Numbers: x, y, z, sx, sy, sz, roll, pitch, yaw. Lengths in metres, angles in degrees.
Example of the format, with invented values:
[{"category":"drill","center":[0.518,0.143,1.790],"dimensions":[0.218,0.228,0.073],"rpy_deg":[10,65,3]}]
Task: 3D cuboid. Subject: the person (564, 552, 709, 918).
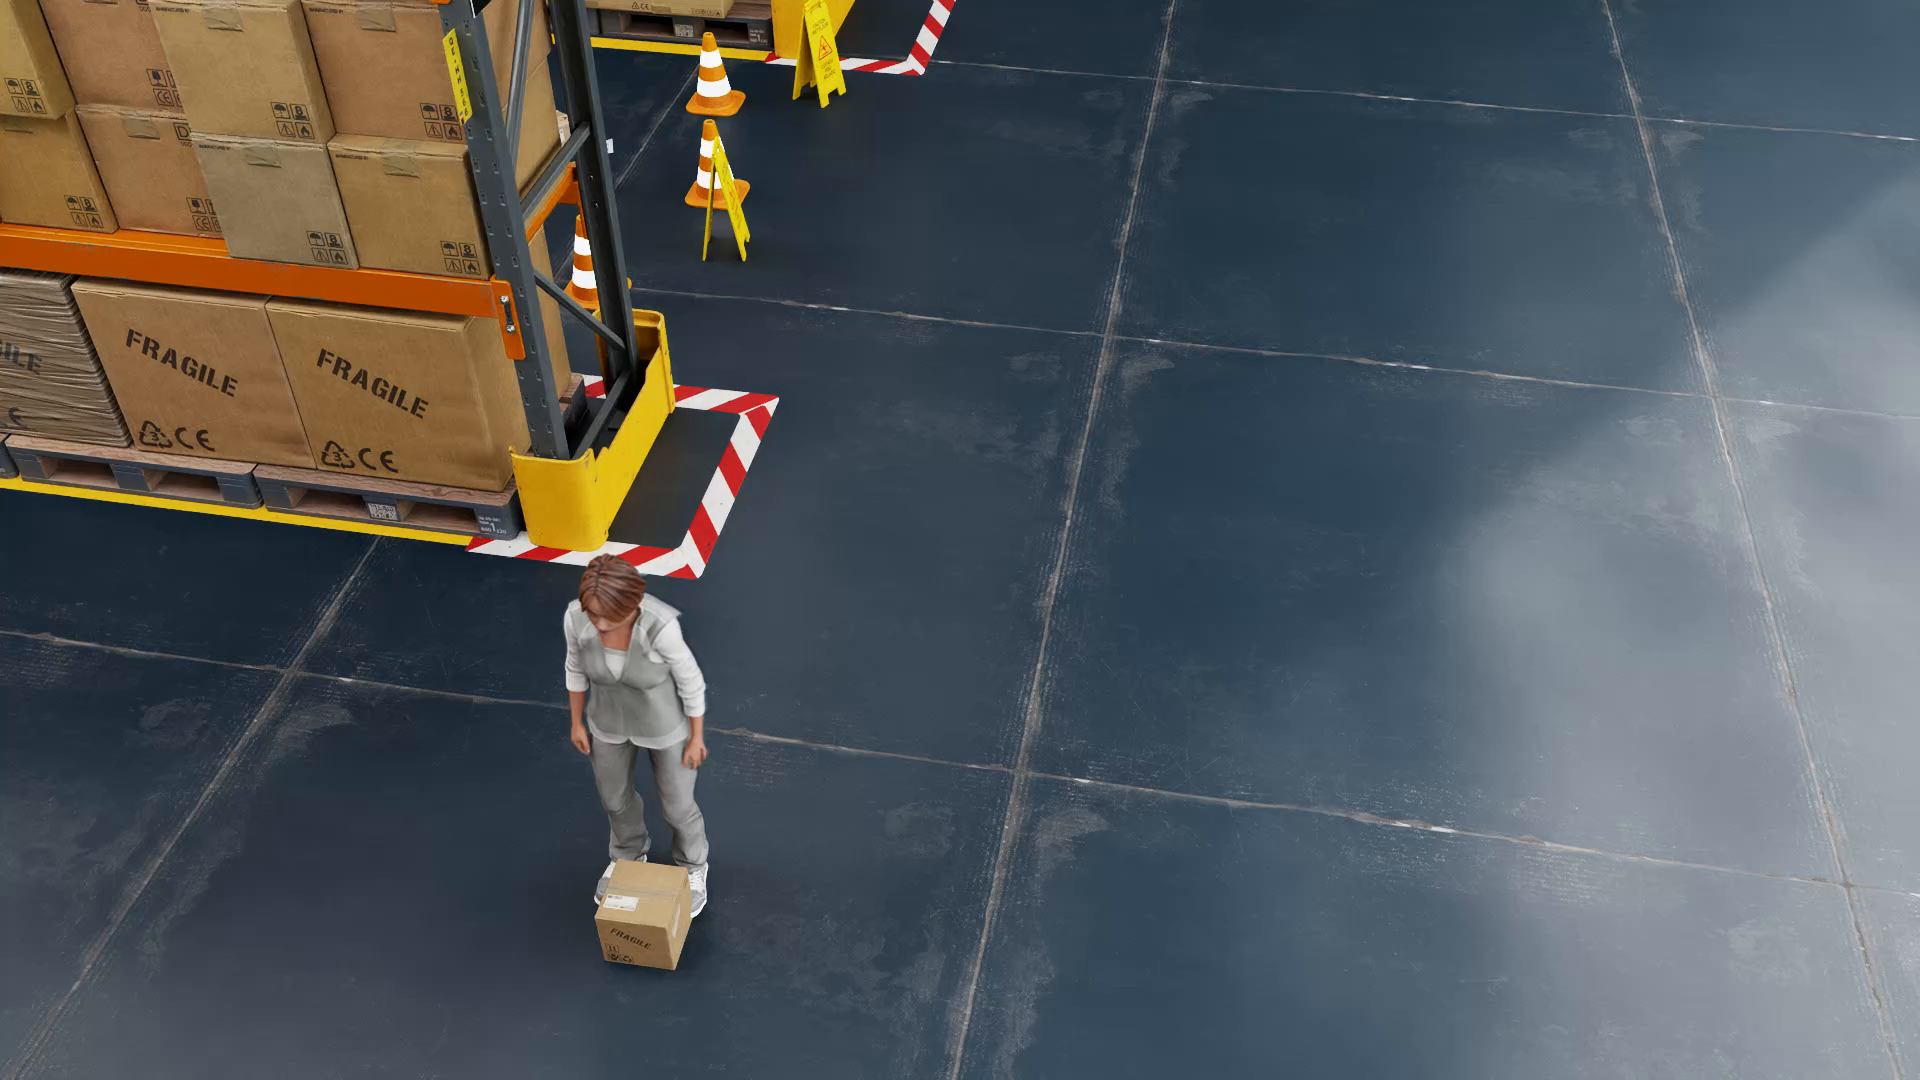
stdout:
[{"category":"person","center":[-1.049,0.624,5.450],"dimensions":[0.465,1.593,0.348],"rpy_deg":[6,42,7]}]
